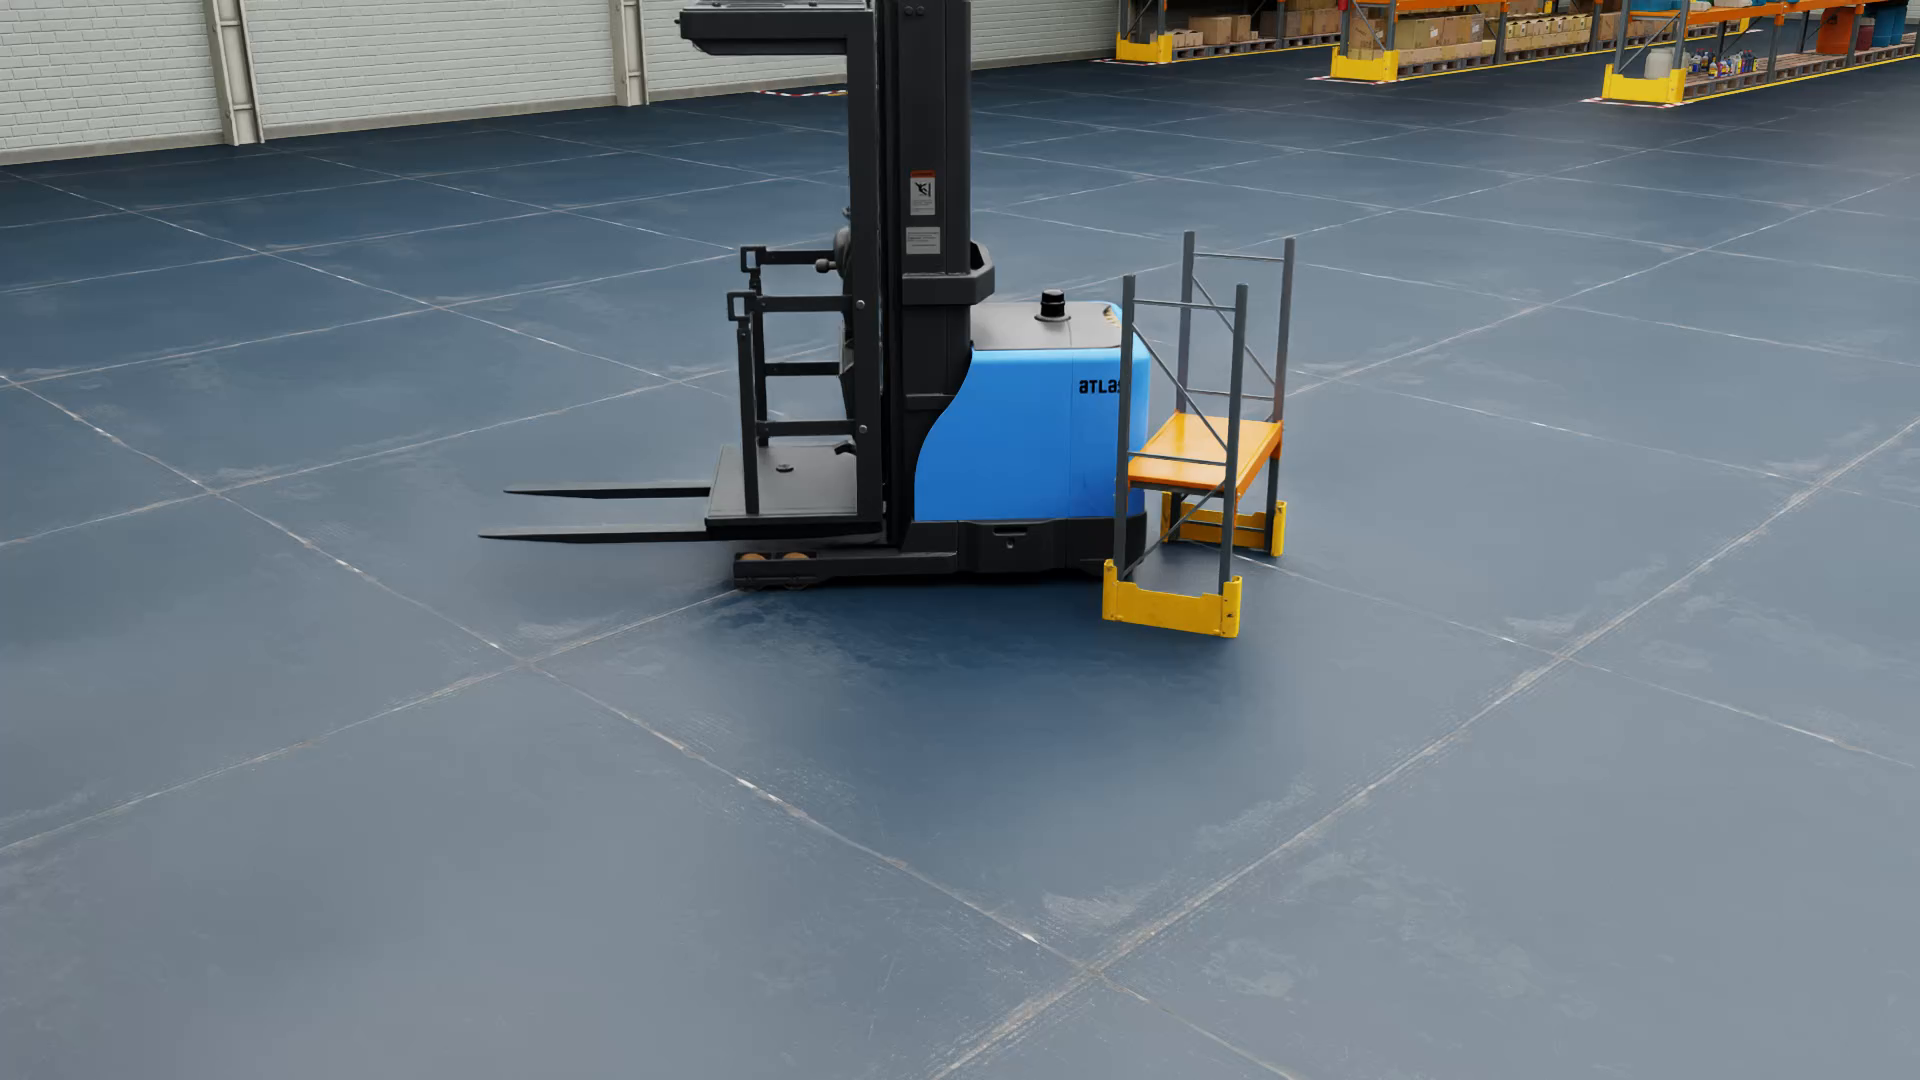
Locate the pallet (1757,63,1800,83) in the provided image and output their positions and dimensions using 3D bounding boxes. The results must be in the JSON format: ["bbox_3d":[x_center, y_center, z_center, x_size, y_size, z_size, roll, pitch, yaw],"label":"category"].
[{"bbox_3d":[13.926,-8.180,29.063,1.003,0.211,1.213,19,28,41],"label":"pallet"}]

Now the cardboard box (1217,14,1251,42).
[{"bbox_3d":[5.613,-10.512,34.113,0.500,0.500,0.500,17,27,37],"label":"cardboard box"}]

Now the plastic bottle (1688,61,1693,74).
[{"bbox_3d":[12.105,-7.841,27.581,0.097,0.201,0.097,0,21,0],"label":"plastic bottle"}]

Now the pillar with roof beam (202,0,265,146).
[{"bbox_3d":[-6.086,-8.214,16.902,9.100,9.000,0.400,19,28,41],"label":"pillar with roof beam"}]

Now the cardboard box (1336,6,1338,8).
[{"bbox_3d":[8.191,-11.838,36.518,0.500,0.250,0.500,-20,28,-41],"label":"cardboard box"}]

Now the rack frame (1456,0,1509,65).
[{"bbox_3d":[9.860,-10.511,31.240,1.000,3.000,0.127,19,28,41],"label":"rack frame"}]

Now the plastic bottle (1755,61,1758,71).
[{"bbox_3d":[13.376,-7.998,27.990,0.097,0.201,0.097,0,21,0],"label":"plastic bottle"}]

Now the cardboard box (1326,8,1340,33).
[{"bbox_3d":[7.864,-11.380,36.373,0.700,0.500,0.500,19,28,40],"label":"cardboard box"}]

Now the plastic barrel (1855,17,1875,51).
[{"bbox_3d":[17.313,-9.789,32.138,0.600,0.588,0.708,19,28,41],"label":"plastic barrel"}]

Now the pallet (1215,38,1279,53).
[{"bbox_3d":[5.865,-10.267,34.491,1.003,0.211,1.213,19,28,41],"label":"pallet"}]

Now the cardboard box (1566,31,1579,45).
[{"bbox_3d":[12.101,-10.122,33.476,0.500,0.250,0.500,19,28,40],"label":"cardboard box"}]

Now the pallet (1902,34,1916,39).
[{"bbox_3d":[20.323,-10.539,35.200,1.003,0.211,1.213,19,28,41],"label":"pallet"}]

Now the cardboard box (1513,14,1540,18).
[{"bbox_3d":[11.357,-10.385,33.377,0.500,0.311,0.500,18,28,39],"label":"cardboard box"}]

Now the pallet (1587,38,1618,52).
[{"bbox_3d":[13.198,-10.420,34.890,1.003,0.211,1.213,19,28,41],"label":"pallet"}]

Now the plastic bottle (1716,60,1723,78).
[{"bbox_3d":[12.275,-7.621,26.895,0.133,0.283,0.061,-20,28,-41],"label":"plastic bottle"}]

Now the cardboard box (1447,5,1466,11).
[{"bbox_3d":[11.528,-12.799,39.605,0.750,0.750,0.750,20,28,41],"label":"cardboard box"}]

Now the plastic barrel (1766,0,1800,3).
[{"bbox_3d":[13.893,-9.528,27.983,0.600,0.901,0.708,19,28,41],"label":"plastic barrel"}]

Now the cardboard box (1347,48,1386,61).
[{"bbox_3d":[7.232,-8.607,29.534,0.500,0.250,0.500,19,28,41],"label":"cardboard box"}]

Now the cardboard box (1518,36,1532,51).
[{"bbox_3d":[10.676,-9.596,32.108,0.500,0.250,0.500,-19,28,-41],"label":"cardboard box"}]

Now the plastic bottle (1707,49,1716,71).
[{"bbox_3d":[12.649,-8.099,28.045,0.144,0.351,0.185,19,28,41],"label":"plastic bottle"}]

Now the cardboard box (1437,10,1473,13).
[{"bbox_3d":[9.312,-9.733,31.417,0.500,0.500,0.500,19,28,41],"label":"cardboard box"}]

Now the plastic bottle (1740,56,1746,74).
[{"bbox_3d":[12.946,-7.868,27.538,0.133,0.283,0.061,-18,27,-39],"label":"plastic bottle"}]

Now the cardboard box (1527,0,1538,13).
[{"bbox_3d":[14.262,-13.659,42.329,0.700,0.500,0.500,19,28,41],"label":"cardboard box"}]

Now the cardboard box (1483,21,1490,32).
[{"bbox_3d":[9.937,-9.861,32.015,0.500,0.311,0.500,19,28,41],"label":"cardboard box"}]

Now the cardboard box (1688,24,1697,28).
[{"bbox_3d":[16.485,-11.729,37.745,0.380,0.166,0.250,19,28,41],"label":"cardboard box"}]

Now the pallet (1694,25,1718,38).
[{"bbox_3d":[16.772,-11.757,38.369,1.003,0.211,1.213,19,28,41],"label":"pallet"}]

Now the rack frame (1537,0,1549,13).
[{"bbox_3d":[14.679,-14.834,42.489,1.000,3.000,0.127,19,28,41],"label":"rack frame"}]

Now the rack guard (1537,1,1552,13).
[{"bbox_3d":[14.696,-13.674,42.953,1.175,0.500,0.348,19,28,41],"label":"rack guard"}]

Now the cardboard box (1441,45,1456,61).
[{"bbox_3d":[8.650,-8.863,30.199,0.500,0.250,0.500,19,28,41],"label":"cardboard box"}]

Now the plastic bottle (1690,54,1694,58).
[{"bbox_3d":[12.269,-8.024,27.942,0.133,0.283,0.061,-19,28,-40],"label":"plastic bottle"}]

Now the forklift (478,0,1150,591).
[{"bbox_3d":[-0.689,-1.334,7.459,3.031,2.935,1.130,-1,21,-4],"label":"forklift"}]

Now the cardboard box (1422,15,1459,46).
[{"bbox_3d":[8.651,-9.212,30.064,0.500,0.500,0.500,19,28,41],"label":"cardboard box"}]

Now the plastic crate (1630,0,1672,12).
[{"bbox_3d":[10.750,-8.376,25.893,0.499,0.251,0.616,19,28,41],"label":"plastic crate"}]

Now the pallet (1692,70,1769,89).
[{"bbox_3d":[12.908,-7.806,28.091,1.003,0.211,1.213,19,28,41],"label":"pallet"}]

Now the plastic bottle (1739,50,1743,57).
[{"bbox_3d":[13.060,-8.038,27.884,0.144,0.351,0.185,19,28,41],"label":"plastic bottle"}]

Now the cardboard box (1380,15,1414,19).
[{"bbox_3d":[7.917,-9.218,30.079,0.500,0.500,0.500,19,28,41],"label":"cardboard box"}]

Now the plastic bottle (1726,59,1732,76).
[{"bbox_3d":[12.554,-7.728,27.189,0.097,0.271,0.097,0,21,0],"label":"plastic bottle"}]

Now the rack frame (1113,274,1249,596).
[{"bbox_3d":[0.892,-0.330,6.844,0.500,1.500,0.032,8,22,20],"label":"rack frame"}]

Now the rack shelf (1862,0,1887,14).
[{"bbox_3d":[17.592,-10.477,32.154,1.077,0.370,4.000,19,28,41],"label":"rack shelf"}]

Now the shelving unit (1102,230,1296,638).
[{"bbox_3d":[1.077,-0.504,7.295,0.587,1.500,1.083,8,22,20],"label":"shelving unit"}]

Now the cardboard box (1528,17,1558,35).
[{"bbox_3d":[11.398,-10.125,32.701,0.500,0.311,0.500,-19,28,-41],"label":"cardboard box"}]

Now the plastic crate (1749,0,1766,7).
[{"bbox_3d":[12.829,-8.848,27.122,0.499,0.251,0.616,19,28,41],"label":"plastic crate"}]

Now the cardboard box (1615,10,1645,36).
[{"bbox_3d":[14.248,-11.022,35.442,0.500,0.500,0.500,18,27,39],"label":"cardboard box"}]

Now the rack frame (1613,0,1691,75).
[{"bbox_3d":[10.616,-8.242,25.337,1.000,3.000,0.127,19,28,41],"label":"rack frame"}]

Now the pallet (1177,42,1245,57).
[{"bbox_3d":[5.014,-9.952,33.672,1.003,0.211,1.213,19,28,41],"label":"pallet"}]

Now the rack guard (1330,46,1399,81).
[{"bbox_3d":[7.053,-8.310,28.997,1.175,0.500,0.348,19,28,41],"label":"rack guard"}]

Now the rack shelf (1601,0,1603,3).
[{"bbox_3d":[14.045,-11.717,35.382,1.077,0.370,4.000,19,28,41],"label":"rack shelf"}]

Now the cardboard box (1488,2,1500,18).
[{"bbox_3d":[12.837,-13.130,40.954,0.700,0.500,0.500,19,28,40],"label":"cardboard box"}]

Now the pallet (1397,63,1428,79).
[{"bbox_3d":[7.573,-8.388,29.604,1.003,0.211,1.213,19,28,41],"label":"pallet"}]

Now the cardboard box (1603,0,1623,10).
[{"bbox_3d":[13.881,-11.506,35.656,0.500,0.250,0.500,19,28,40],"label":"cardboard box"}]

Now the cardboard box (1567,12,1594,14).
[{"bbox_3d":[13.134,-10.877,35.063,0.500,0.500,0.500,-19,28,-40],"label":"cardboard box"}]
